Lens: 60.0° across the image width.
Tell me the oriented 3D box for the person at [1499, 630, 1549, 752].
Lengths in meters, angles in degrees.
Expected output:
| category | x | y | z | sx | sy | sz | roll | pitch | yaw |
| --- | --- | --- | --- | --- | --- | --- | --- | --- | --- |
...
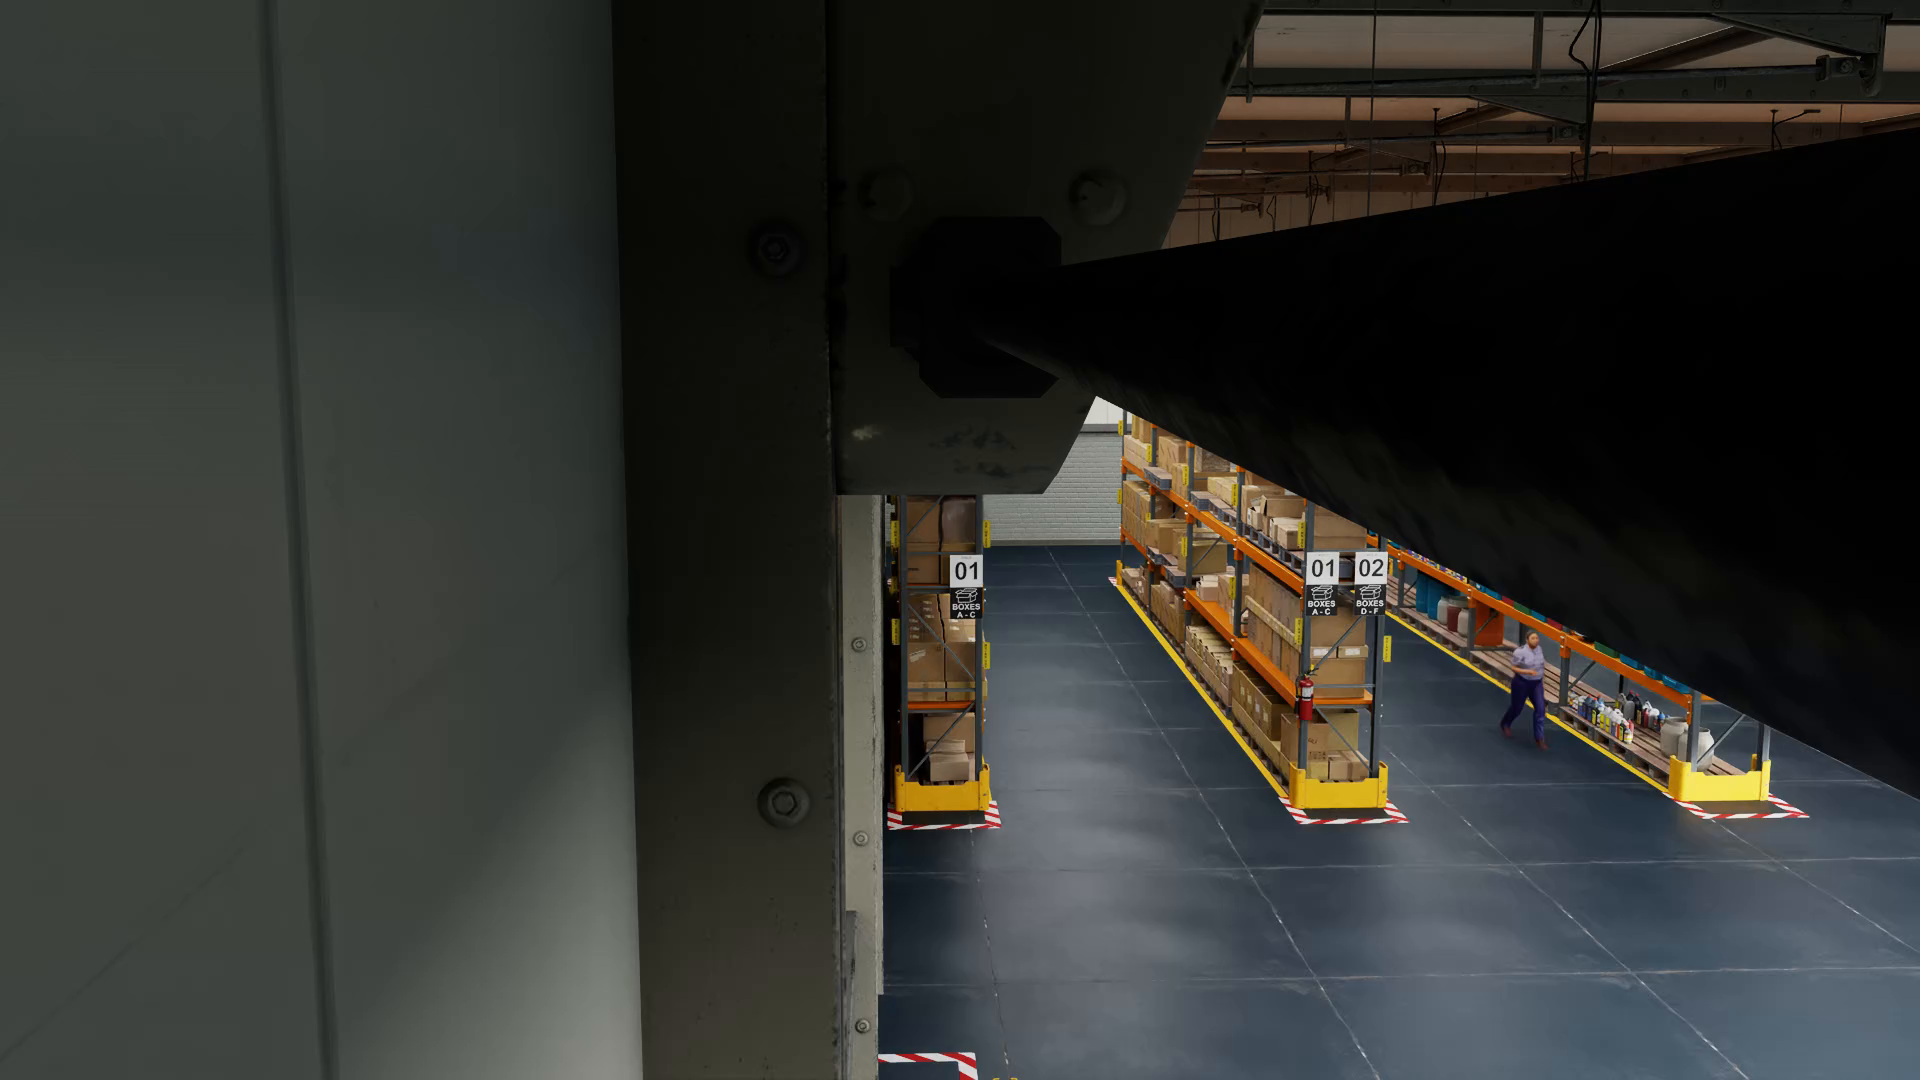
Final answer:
| category | x | y | z | sx | sy | sz | roll | pitch | yaw |
| --- | --- | --- | --- | --- | --- | --- | --- | --- | --- |
| person | 7.984 | 2.067 | 23.458 | 0.568 | 1.667 | 0.901 | -2 | 9 | -13 |
